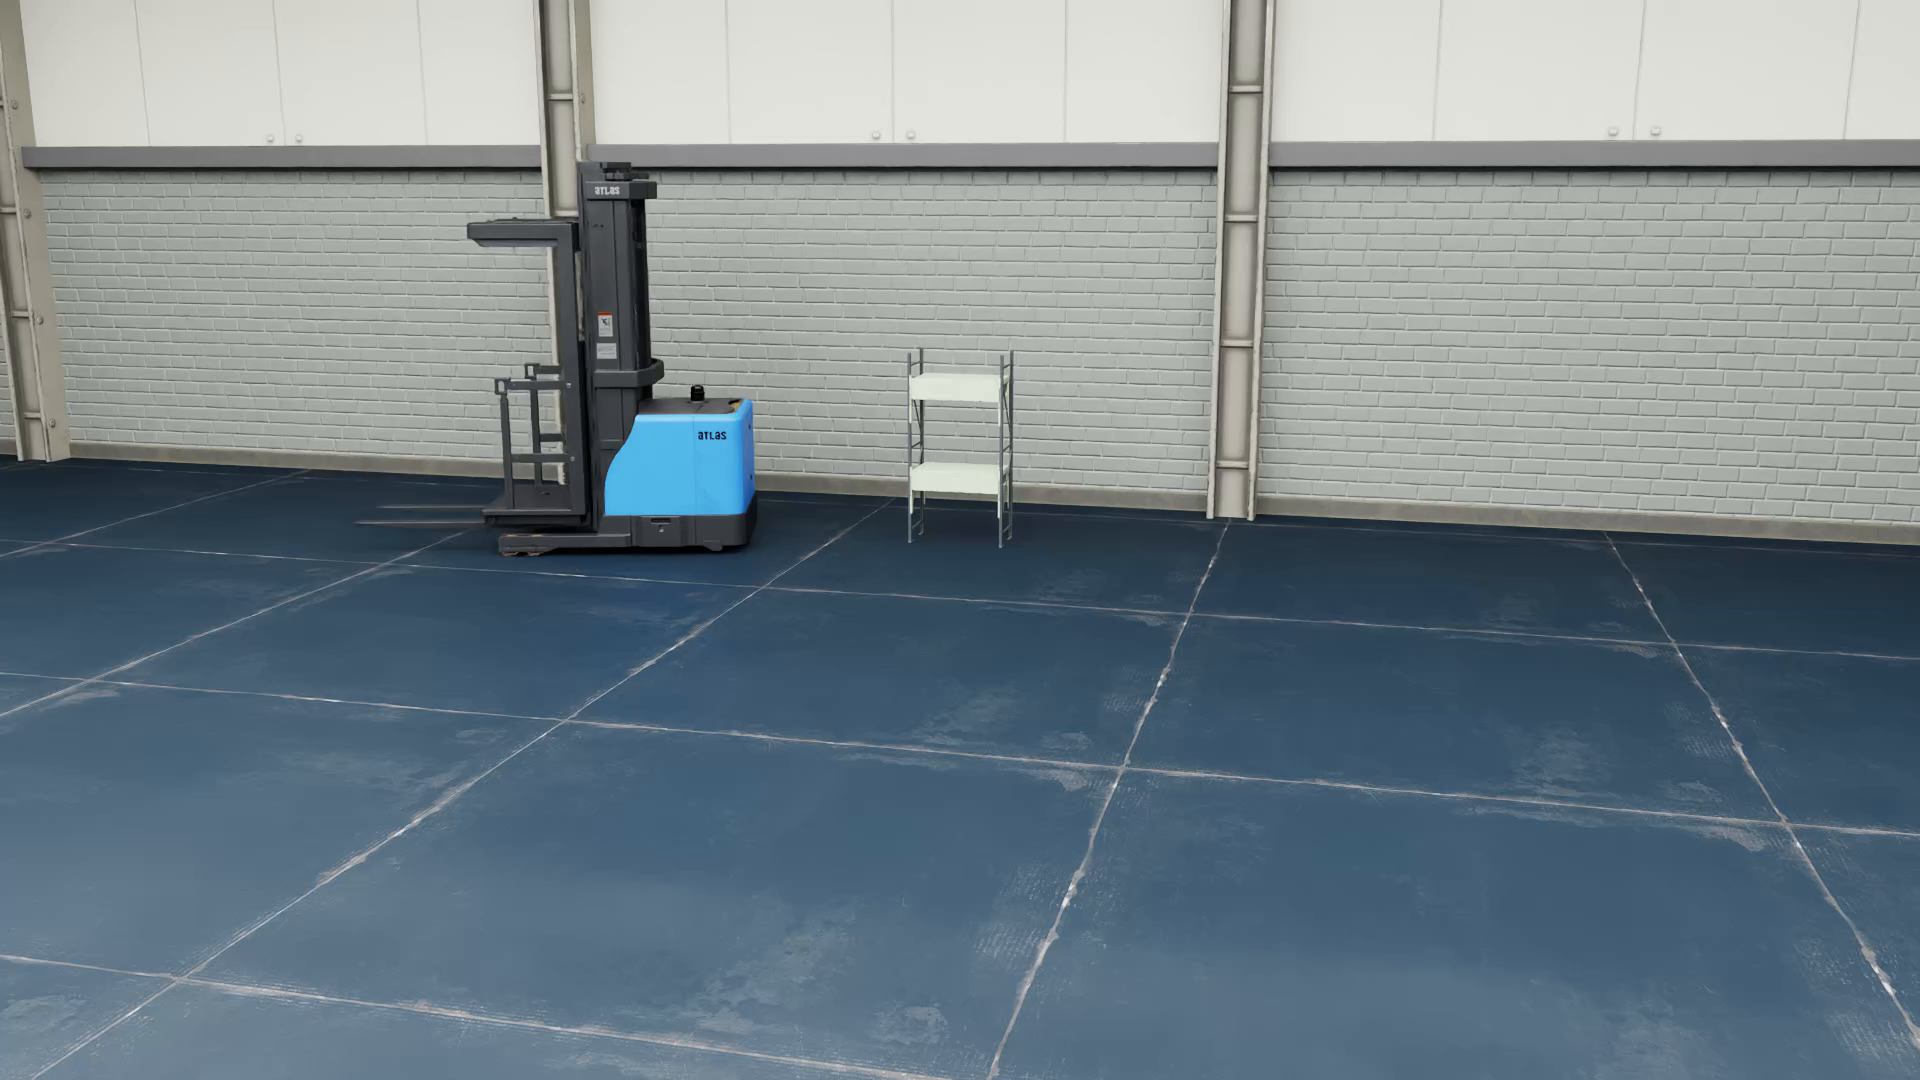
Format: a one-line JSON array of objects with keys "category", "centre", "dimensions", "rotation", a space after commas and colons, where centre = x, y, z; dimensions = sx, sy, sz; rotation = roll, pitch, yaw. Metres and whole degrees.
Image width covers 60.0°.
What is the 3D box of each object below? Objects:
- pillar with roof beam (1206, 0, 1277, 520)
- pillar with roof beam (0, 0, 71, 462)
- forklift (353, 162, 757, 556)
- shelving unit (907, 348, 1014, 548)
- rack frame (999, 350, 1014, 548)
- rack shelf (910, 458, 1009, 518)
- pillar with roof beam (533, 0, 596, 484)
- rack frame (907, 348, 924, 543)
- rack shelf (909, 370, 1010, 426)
[{"category": "pillar with roof beam", "centre": [1.283, -3.696, 9.116], "dimensions": [0.400, 9.000, 9.100], "rotation": [3, 13, 14]}, {"category": "pillar with roof beam", "centre": [-10.367, -4.318, 11.922], "dimensions": [0.400, 9.000, 9.100], "rotation": [3, 13, 14]}, {"category": "forklift", "centre": [-3.164, -1.423, 12.882], "dimensions": [3.031, 2.935, 1.130], "rotation": [0, 13, -2]}, {"category": "shelving unit", "centre": [0.006, -0.732, 13.070], "dimensions": [0.755, 1.500, 0.431], "rotation": [3, 13, 14]}, {"category": "rack frame", "centre": [0.362, -0.713, 12.984], "dimensions": [0.023, 1.500, 0.400], "rotation": [3, 13, 14]}, {"category": "rack shelf", "centre": [0.006, -0.414, 13.140], "dimensions": [0.720, 0.370, 0.431], "rotation": [3, 13, 14]}, {"category": "pillar with roof beam", "centre": [-4.542, -4.007, 10.519], "dimensions": [0.400, 9.000, 9.100], "rotation": [3, 13, 14]}, {"category": "rack frame", "centre": [-0.349, -0.751, 13.155], "dimensions": [0.023, 1.500, 0.400], "rotation": [3, 13, 14]}, {"category": "rack shelf", "centre": [0.006, -1.113, 12.985], "dimensions": [0.720, 0.370, 0.431], "rotation": [3, 13, 14]}]
